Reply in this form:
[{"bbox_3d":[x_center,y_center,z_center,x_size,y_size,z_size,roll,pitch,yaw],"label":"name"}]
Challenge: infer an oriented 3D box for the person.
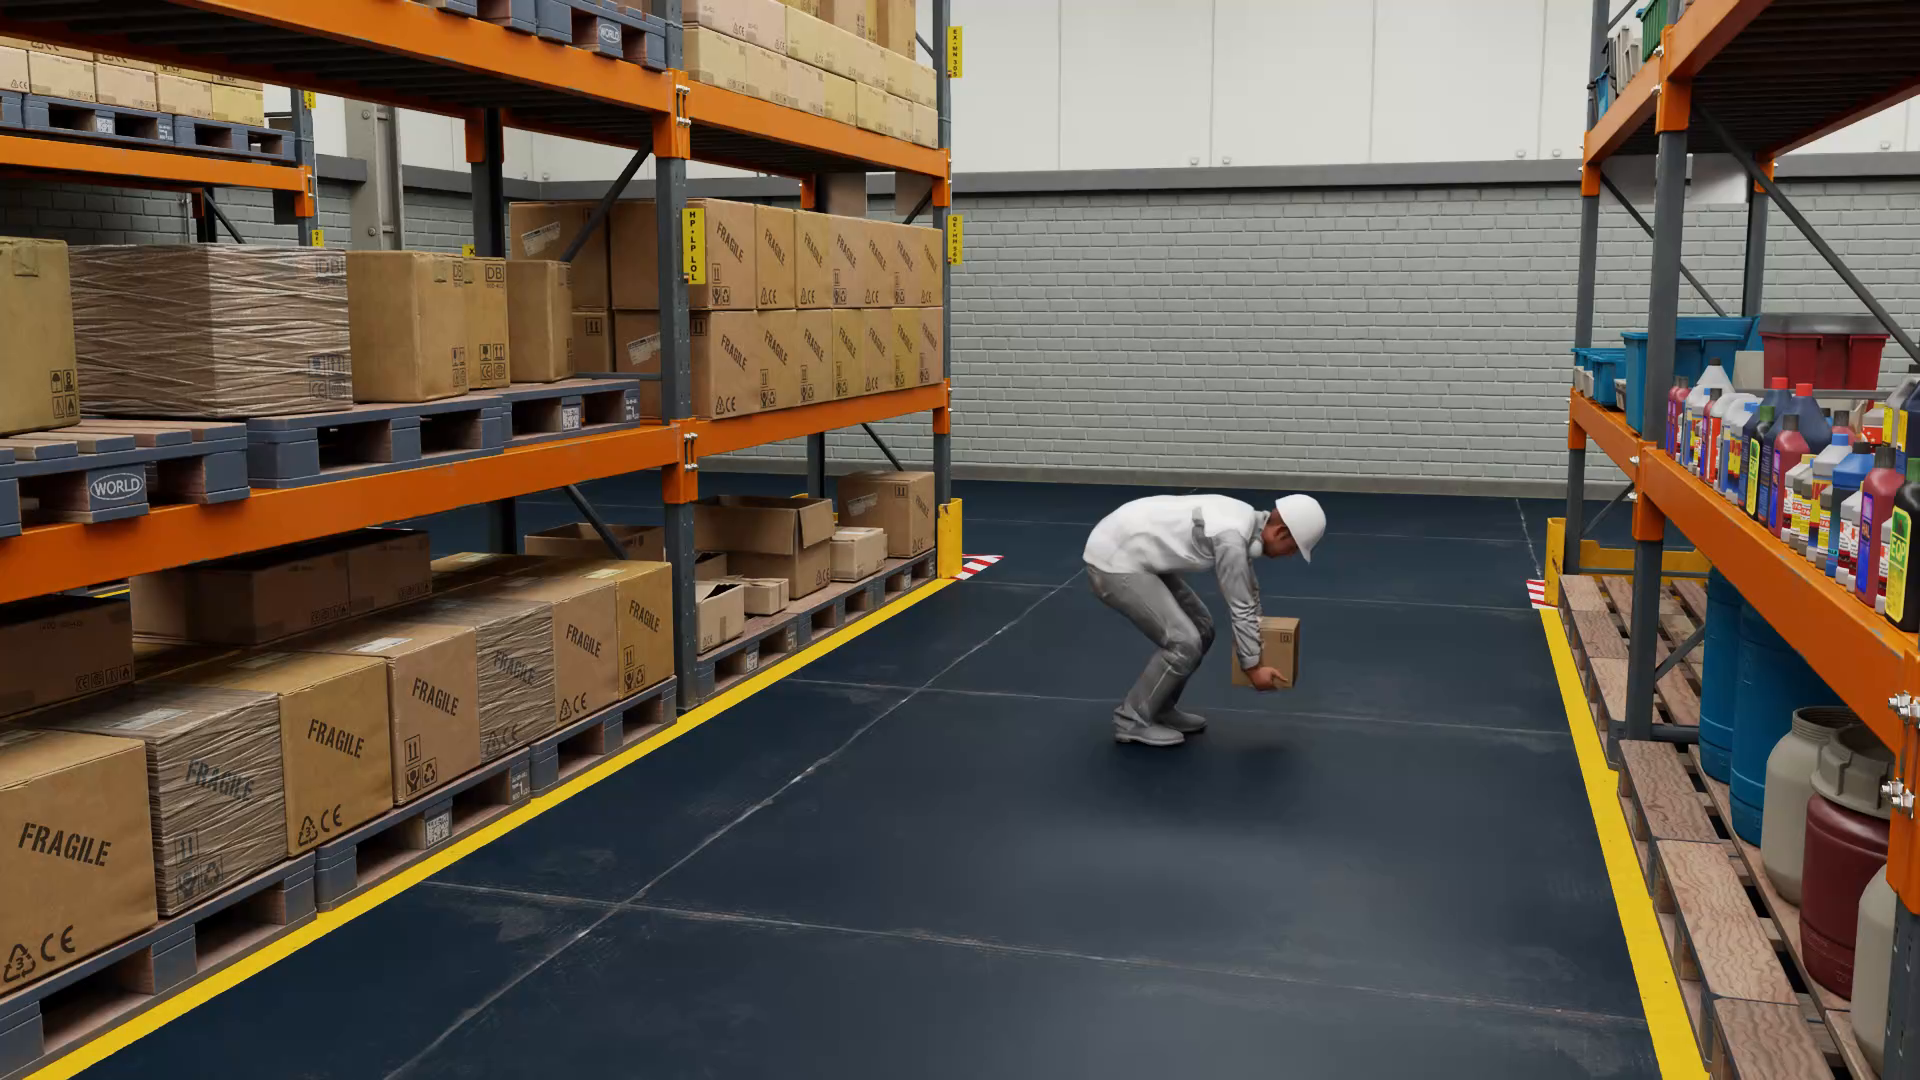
[{"bbox_3d":[0.910,0.293,7.033,0.772,0.989,0.494,2,8,13],"label":"person"}]
